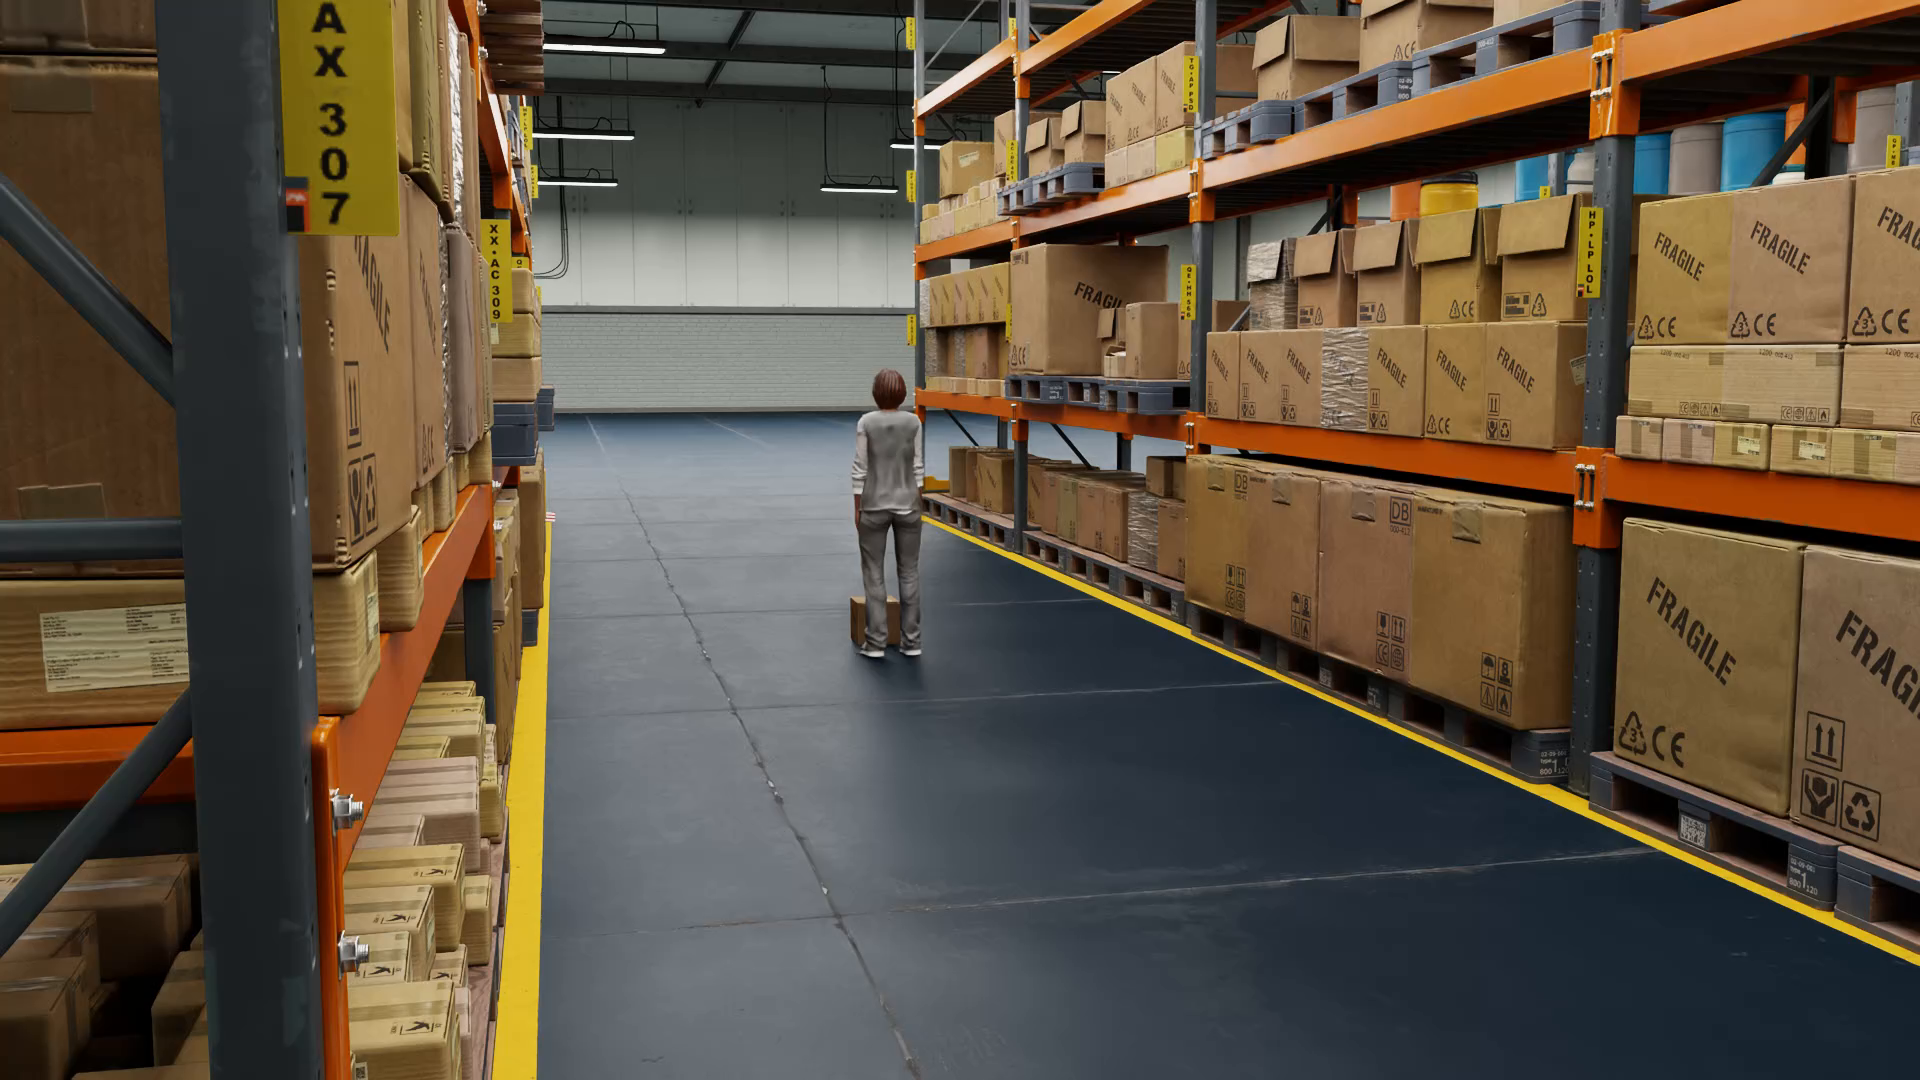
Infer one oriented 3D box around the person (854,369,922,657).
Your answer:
[{"bbox_3d":[-0.401,-0.146,9.201,0.387,1.597,0.300,-1,6,-12],"label":"person"}]
